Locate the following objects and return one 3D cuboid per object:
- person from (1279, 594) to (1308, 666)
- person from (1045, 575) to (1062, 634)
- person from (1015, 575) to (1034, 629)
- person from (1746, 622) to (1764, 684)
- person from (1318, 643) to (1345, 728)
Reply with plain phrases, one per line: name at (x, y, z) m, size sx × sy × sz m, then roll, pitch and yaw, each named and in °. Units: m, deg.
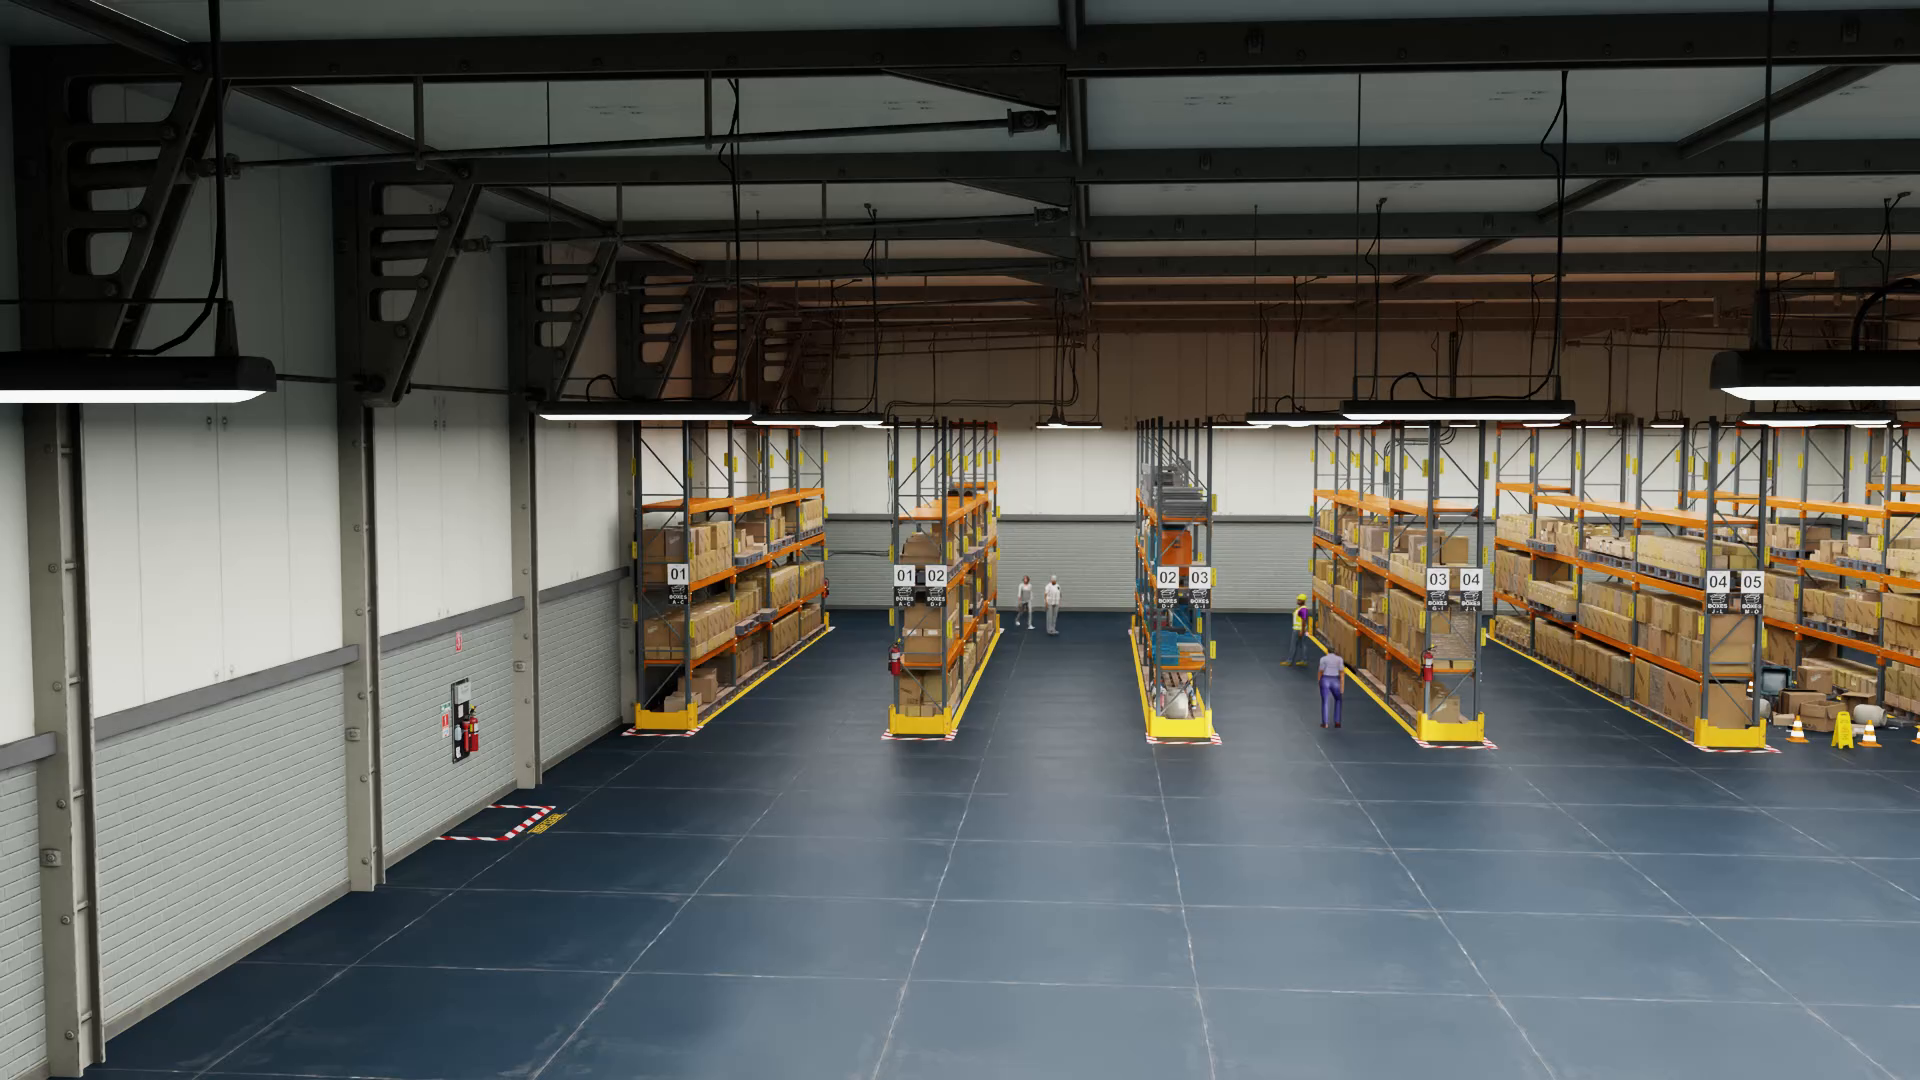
person at (8.176, 2.187, 40.601) m, size 0.676 × 1.758 × 0.564 m, roll 2°, pitch 4°, yaw 23°
person at (2.635, 1.825, 47.060) m, size 0.506 × 1.673 × 0.425 m, roll -2°, pitch 4°, yaw -26°
person at (1.876, 1.796, 48.219) m, size 0.486 × 1.546 × 0.876 m, roll -1°, pitch 4°, yaw -21°
person at (17.822, 2.390, 37.439) m, size 0.600 × 1.801 × 0.668 m, roll 0°, pitch 4°, yaw -7°
person at (7.173, 2.837, 32.070) m, size 0.514 × 1.721 × 0.540 m, roll 2°, pitch 4°, yaw 23°
